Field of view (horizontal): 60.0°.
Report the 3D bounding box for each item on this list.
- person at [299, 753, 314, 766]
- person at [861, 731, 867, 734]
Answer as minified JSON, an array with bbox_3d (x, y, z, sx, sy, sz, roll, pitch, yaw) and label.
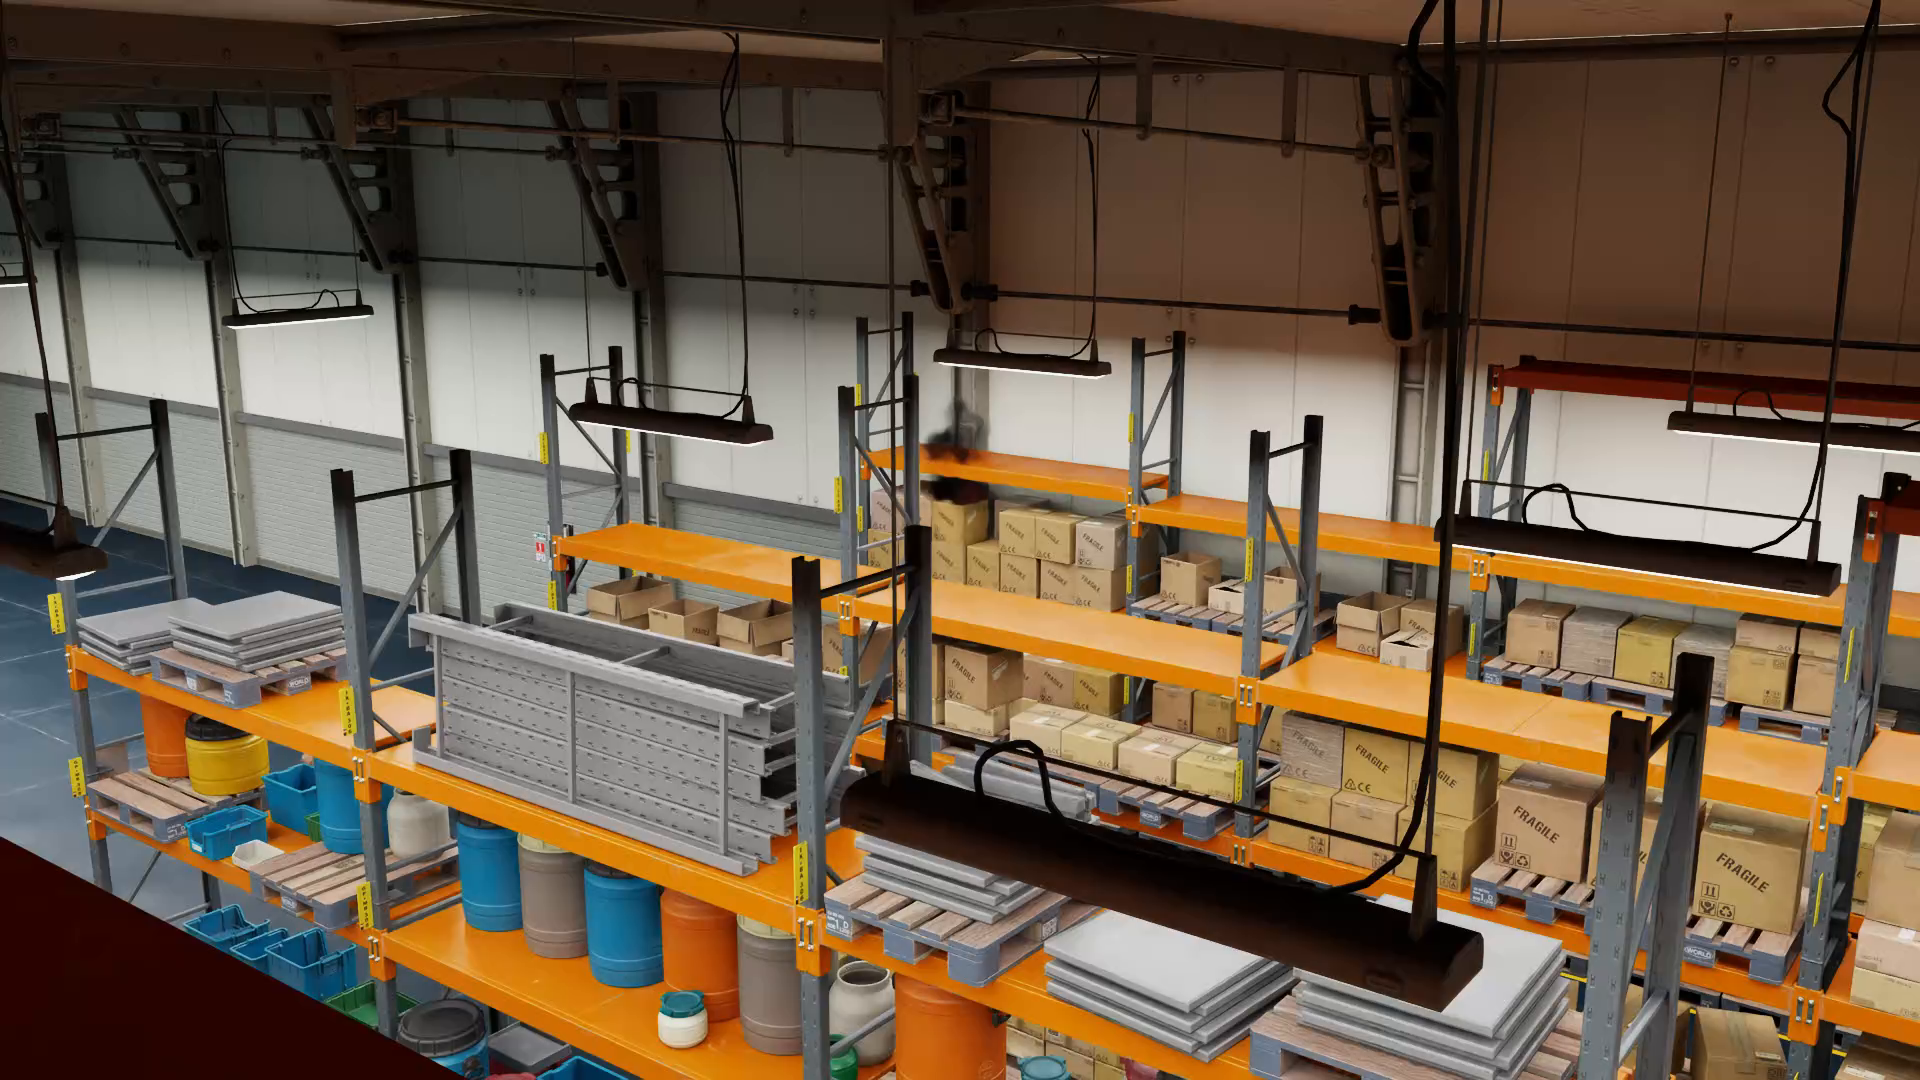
[{"bbox_3d":[-6.919,3.063,18.312,0.880,1.647,0.644,-10,16,-36],"label":"person"},{"bbox_3d":[-1.172,2.901,18.737,0.640,1.738,0.699,6,14,25],"label":"person"}]
